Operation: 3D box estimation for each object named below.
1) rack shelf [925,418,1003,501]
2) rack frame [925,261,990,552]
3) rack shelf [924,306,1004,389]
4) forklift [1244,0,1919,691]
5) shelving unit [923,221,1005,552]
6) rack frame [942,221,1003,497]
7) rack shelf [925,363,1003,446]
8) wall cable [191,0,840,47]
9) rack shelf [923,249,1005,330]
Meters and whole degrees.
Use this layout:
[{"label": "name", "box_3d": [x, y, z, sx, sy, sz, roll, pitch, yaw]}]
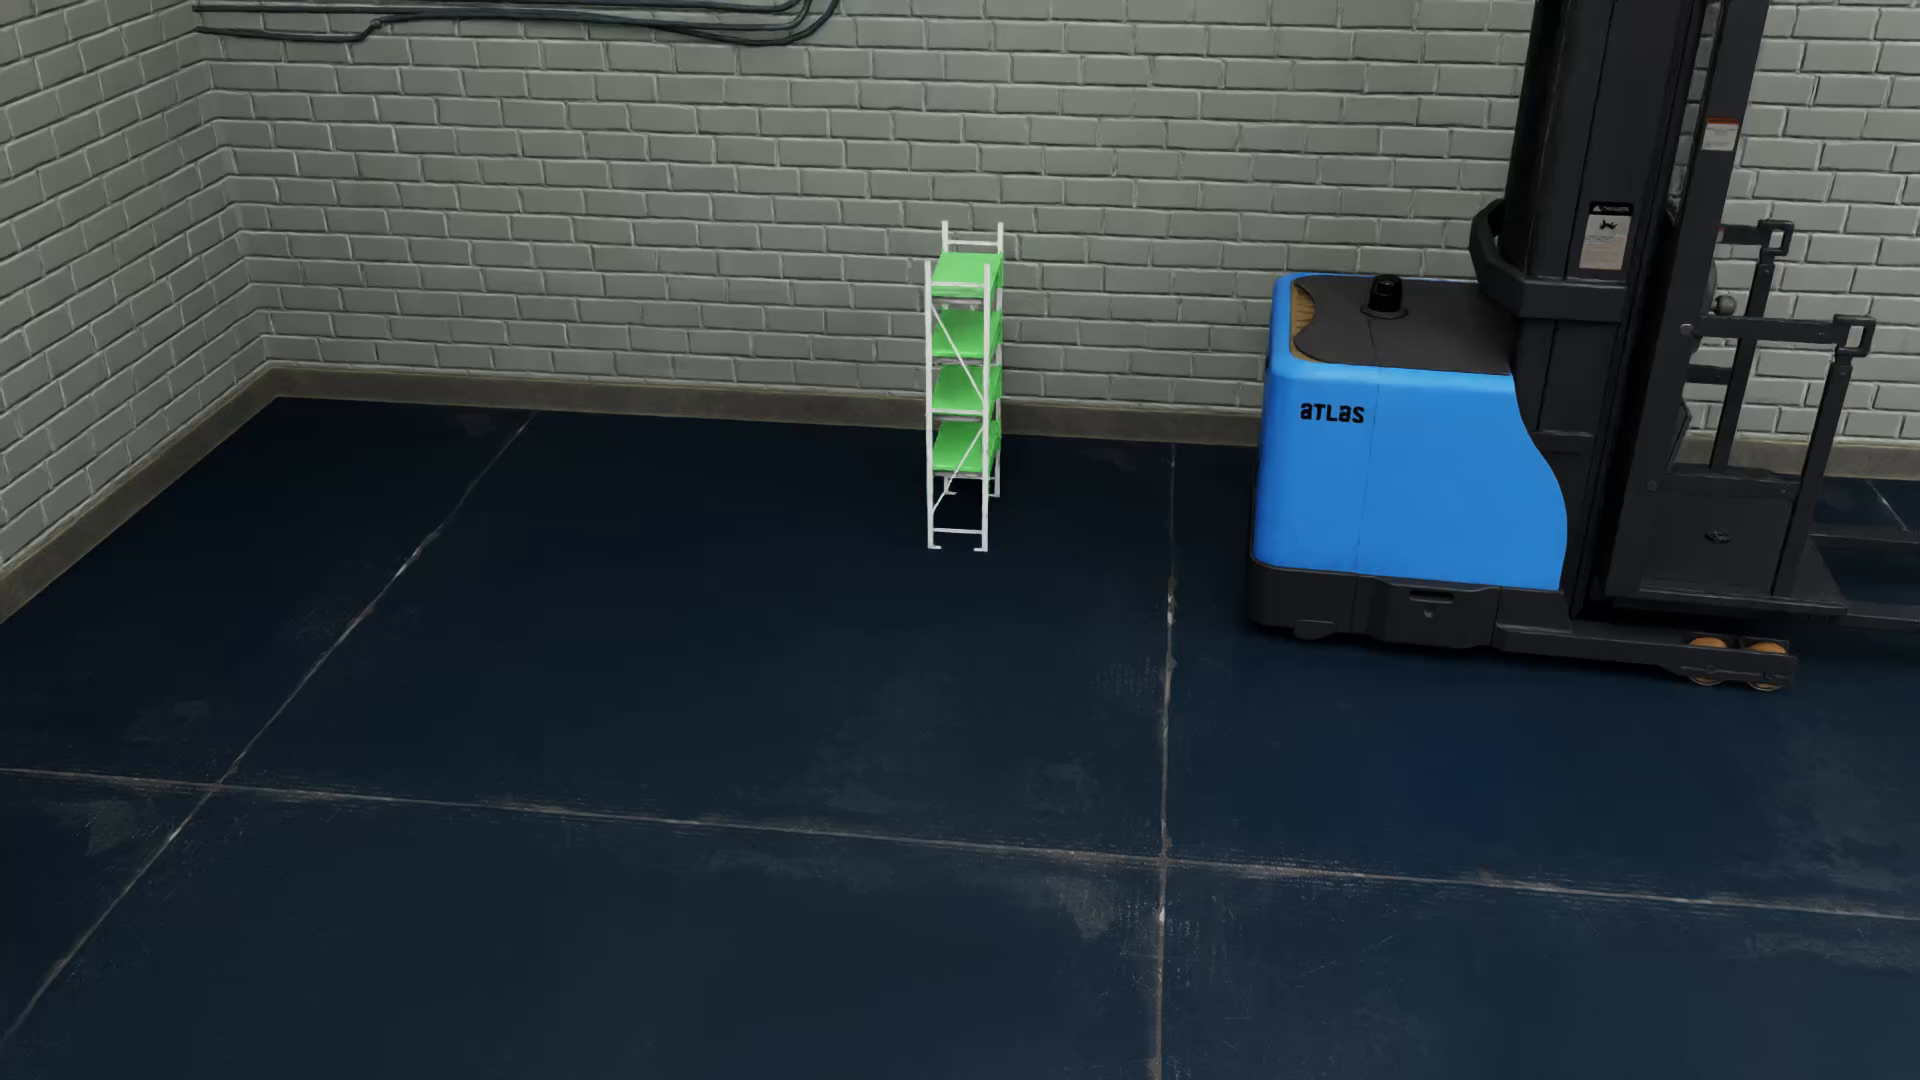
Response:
[{"label": "rack shelf", "box_3d": [0.020, -0.339, 6.754, 0.258, 0.148, 0.480, 3, 28, 6]}, {"label": "rack frame", "box_3d": [-0.010, -0.491, 6.397, 0.240, 1.200, 0.015, 3, 28, 6]}, {"label": "rack shelf", "box_3d": [0.020, -0.761, 6.527, 0.258, 0.148, 0.480, 3, 28, 6]}, {"label": "forklift", "box_3d": [2.611, -1.040, 5.590, 3.031, 2.935, 1.130, 5, 29, 9]}, {"label": "shelving unit", "box_3d": [0.020, -0.606, 6.610, 0.258, 1.200, 0.503, 3, 28, 6]}, {"label": "rack frame", "box_3d": [0.050, -0.721, 6.823, 0.240, 1.200, 0.015, 3, 28, 6]}, {"label": "rack shelf", "box_3d": [0.020, -0.550, 6.640, 0.258, 0.148, 0.480, 3, 28, 6]}, {"label": "wall cable", "box_3d": [-1.969, -3.202, 6.479, 3.097, 2.526, 0.112, 3, 28, 6]}, {"label": "rack shelf", "box_3d": [0.020, -0.972, 6.413, 0.258, 0.148, 0.480, 3, 28, 6]}]
